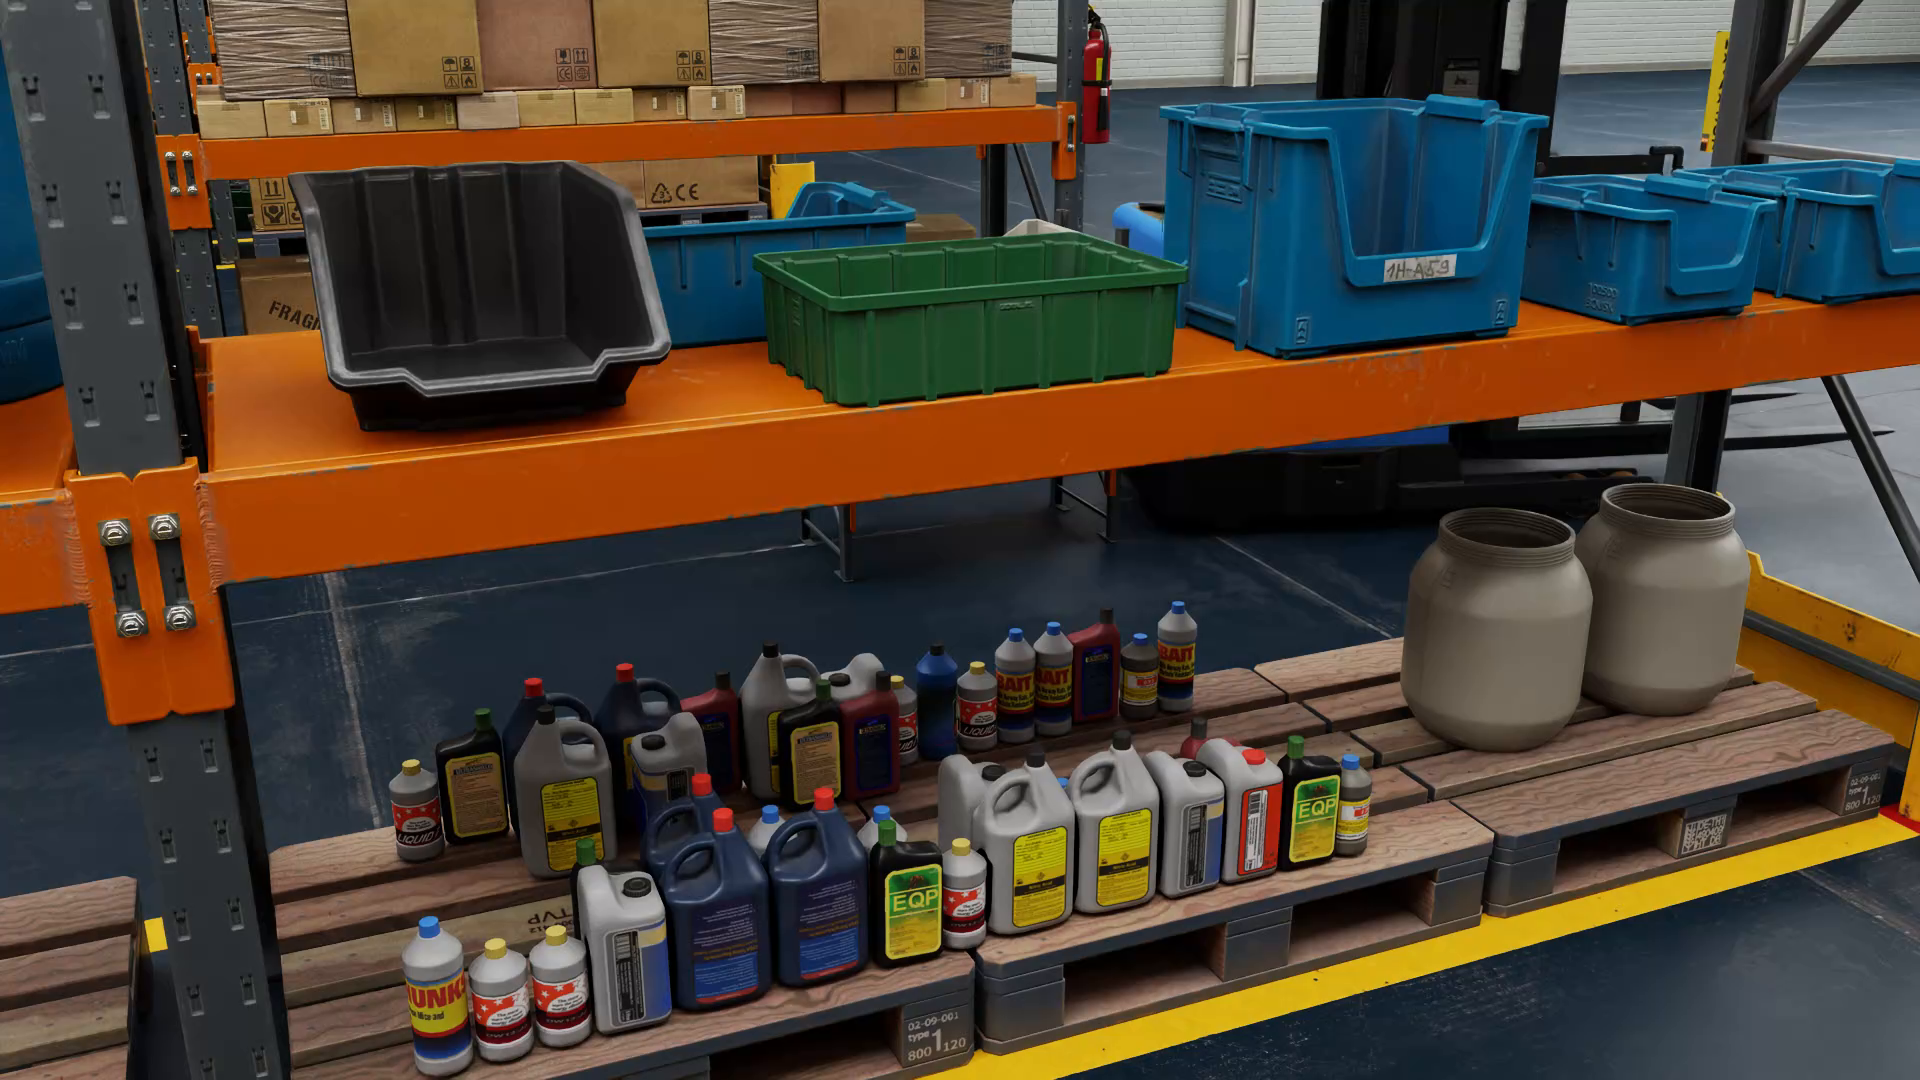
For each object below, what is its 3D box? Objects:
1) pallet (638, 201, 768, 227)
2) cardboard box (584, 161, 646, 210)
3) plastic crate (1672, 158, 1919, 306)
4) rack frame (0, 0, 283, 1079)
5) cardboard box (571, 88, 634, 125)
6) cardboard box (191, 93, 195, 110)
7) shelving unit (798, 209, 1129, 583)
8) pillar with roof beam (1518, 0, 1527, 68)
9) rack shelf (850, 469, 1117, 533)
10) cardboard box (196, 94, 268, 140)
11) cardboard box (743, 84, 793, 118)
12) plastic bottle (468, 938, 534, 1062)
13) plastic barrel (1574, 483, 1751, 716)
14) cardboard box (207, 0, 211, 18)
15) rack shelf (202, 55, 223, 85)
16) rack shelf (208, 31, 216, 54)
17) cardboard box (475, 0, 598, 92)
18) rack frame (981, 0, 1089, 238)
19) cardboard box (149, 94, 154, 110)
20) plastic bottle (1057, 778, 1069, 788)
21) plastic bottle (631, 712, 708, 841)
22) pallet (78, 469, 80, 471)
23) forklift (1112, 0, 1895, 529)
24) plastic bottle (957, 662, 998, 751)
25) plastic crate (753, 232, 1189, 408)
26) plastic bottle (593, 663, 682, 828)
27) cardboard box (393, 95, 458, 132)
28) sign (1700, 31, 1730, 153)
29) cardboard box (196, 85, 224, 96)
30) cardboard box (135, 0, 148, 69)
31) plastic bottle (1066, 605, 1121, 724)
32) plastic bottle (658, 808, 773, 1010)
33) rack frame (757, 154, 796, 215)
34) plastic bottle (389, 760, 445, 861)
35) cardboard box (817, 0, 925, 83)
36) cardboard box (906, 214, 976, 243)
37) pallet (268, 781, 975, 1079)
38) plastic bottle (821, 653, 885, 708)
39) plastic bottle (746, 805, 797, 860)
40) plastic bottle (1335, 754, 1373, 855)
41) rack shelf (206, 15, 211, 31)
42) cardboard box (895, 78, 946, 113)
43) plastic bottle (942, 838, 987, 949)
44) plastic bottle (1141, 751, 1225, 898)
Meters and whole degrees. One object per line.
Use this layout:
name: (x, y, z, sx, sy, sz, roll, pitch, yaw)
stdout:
pallet: (-2.210, -2.531, 12.892, 1.213, 0.211, 1.003, -8, 21, -22)
cardboard box: (-2.911, -2.945, 12.437, 0.875, 0.875, 0.875, -9, 21, -23)
plastic crate: (1.986, -0.712, 3.750, 0.616, 0.251, 0.499, -8, 21, -22)
rack frame: (-1.346, -0.413, 2.677, 0.127, 3.000, 1.000, -8, 21, -22)
cardboard box: (-1.619, -1.942, 7.401, 0.250, 0.149, 0.380, -8, 21, -22)
cardboard box: (-6.501, -3.584, 14.309, 0.500, 0.500, 0.500, -8, 21, -22)
shelving unit: (-0.006, -0.530, 5.833, 1.048, 1.125, 0.538, -8, 21, -22)
pillar with roof beam: (11.707, -11.053, 23.863, 0.400, 9.000, 9.100, -8, 21, -22)
rack shelf: (-0.006, -0.299, 5.914, 1.000, 0.278, 0.538, -8, 21, -22)
cardboard box: (-2.991, -1.741, 6.829, 0.250, 0.149, 0.380, -8, 21, -22)
cardboard box: (-0.956, -2.061, 7.737, 0.250, 0.149, 0.380, -8, 21, -22)
plastic bottle: (-0.787, 0.778, 2.846, 0.097, 0.201, 0.097, 0, 19, 0)
plastic barrel: (1.753, 0.146, 4.203, 0.421, 0.512, 0.421, 0, 19, 0)
cardboard box: (-6.719, -5.105, 15.407, 0.500, 0.500, 0.500, -8, 21, -22)
rack shelf: (-3.343, -3.373, 12.167, 4.000, 0.370, 1.077, -8, 21, -22)
rack shelf: (-5.397, -4.869, 16.417, 4.000, 0.370, 1.077, -8, 21, -22)
cardboard box: (-1.978, -2.302, 7.446, 0.500, 0.500, 0.875, -8, 21, -22)
rack frame: (0.365, -2.449, 8.461, 0.127, 3.000, 1.000, -8, 21, -22)
cardboard box: (-9.677, -5.464, 19.968, 0.625, 0.625, 0.875, -7, 21, -20)
plastic bottle: (0.206, 0.584, 3.398, 0.097, 0.201, 0.097, 0, 19, 0)
plastic bottle: (-0.611, 0.509, 3.500, 0.135, 0.276, 0.152, -8, 21, -22)
pallet: (-4.022, -0.505, 7.138, 1.213, 0.211, 1.003, -8, 21, -22)
forklift: (2.155, -1.635, 6.252, 3.031, 2.935, 1.130, -3, 20, -9)
plastic bottle: (0.041, 0.388, 3.954, 0.097, 0.201, 0.097, 0, 19, 0)
plastic crate: (0.012, -0.405, 2.975, 0.662, 0.188, 0.450, -8, 21, -22)
plastic bottle: (-0.693, 0.432, 3.606, 0.185, 0.351, 0.144, -9, 21, -25)
cardboard box: (-2.312, -1.847, 7.130, 0.250, 0.149, 0.380, -8, 21, -22)
sign: (2.113, -1.238, 4.604, 0.005, 0.325, 0.100, -8, 21, -22)
cardboard box: (-3.227, -1.922, 7.344, 0.250, 0.149, 0.380, -8, 21, -22)
cardboard box: (-5.553, -3.346, 10.857, 0.500, 0.500, 0.500, -8, 21, -22)
plastic bottle: (0.324, 0.303, 4.074, 0.133, 0.283, 0.061, -8, 21, -21)
plastic bottle: (-0.440, 0.650, 2.986, 0.185, 0.351, 0.144, -8, 21, -20)
rack frame: (-1.507, -3.975, 12.795, 0.127, 3.000, 1.000, -8, 21, -22)
plastic bottle: (-1.136, 0.557, 3.474, 0.097, 0.201, 0.097, 0, 19, 0)
cardboard box: (-0.563, -2.470, 7.923, 0.500, 0.500, 0.875, -8, 21, -22)
cardboard box: (-0.215, -1.391, 8.588, 0.500, 0.500, 0.500, -4, 20, -12)
pallet: (-0.713, 0.827, 3.355, 1.213, 0.211, 1.003, -8, 21, -22)
plastic bottle: (-0.245, 0.404, 3.796, 0.135, 0.276, 0.152, -8, 21, -21)
plastic bottle: (-0.355, 0.631, 3.158, 0.097, 0.271, 0.097, 0, 19, 0)
plastic bottle: (0.814, 0.549, 3.498, 0.097, 0.201, 0.097, 0, 19, 0)
rack shelf: (-7.366, -6.382, 20.714, 4.000, 0.370, 1.077, -8, 21, -22)
cardboard box: (-0.254, -2.149, 7.987, 0.250, 0.149, 0.380, -8, 21, -22)
plastic bottle: (0.002, 0.665, 3.167, 0.097, 0.201, 0.097, 0, 19, 0)
plastic bottle: (0.444, 0.557, 3.363, 0.135, 0.276, 0.152, -9, 21, -23)
